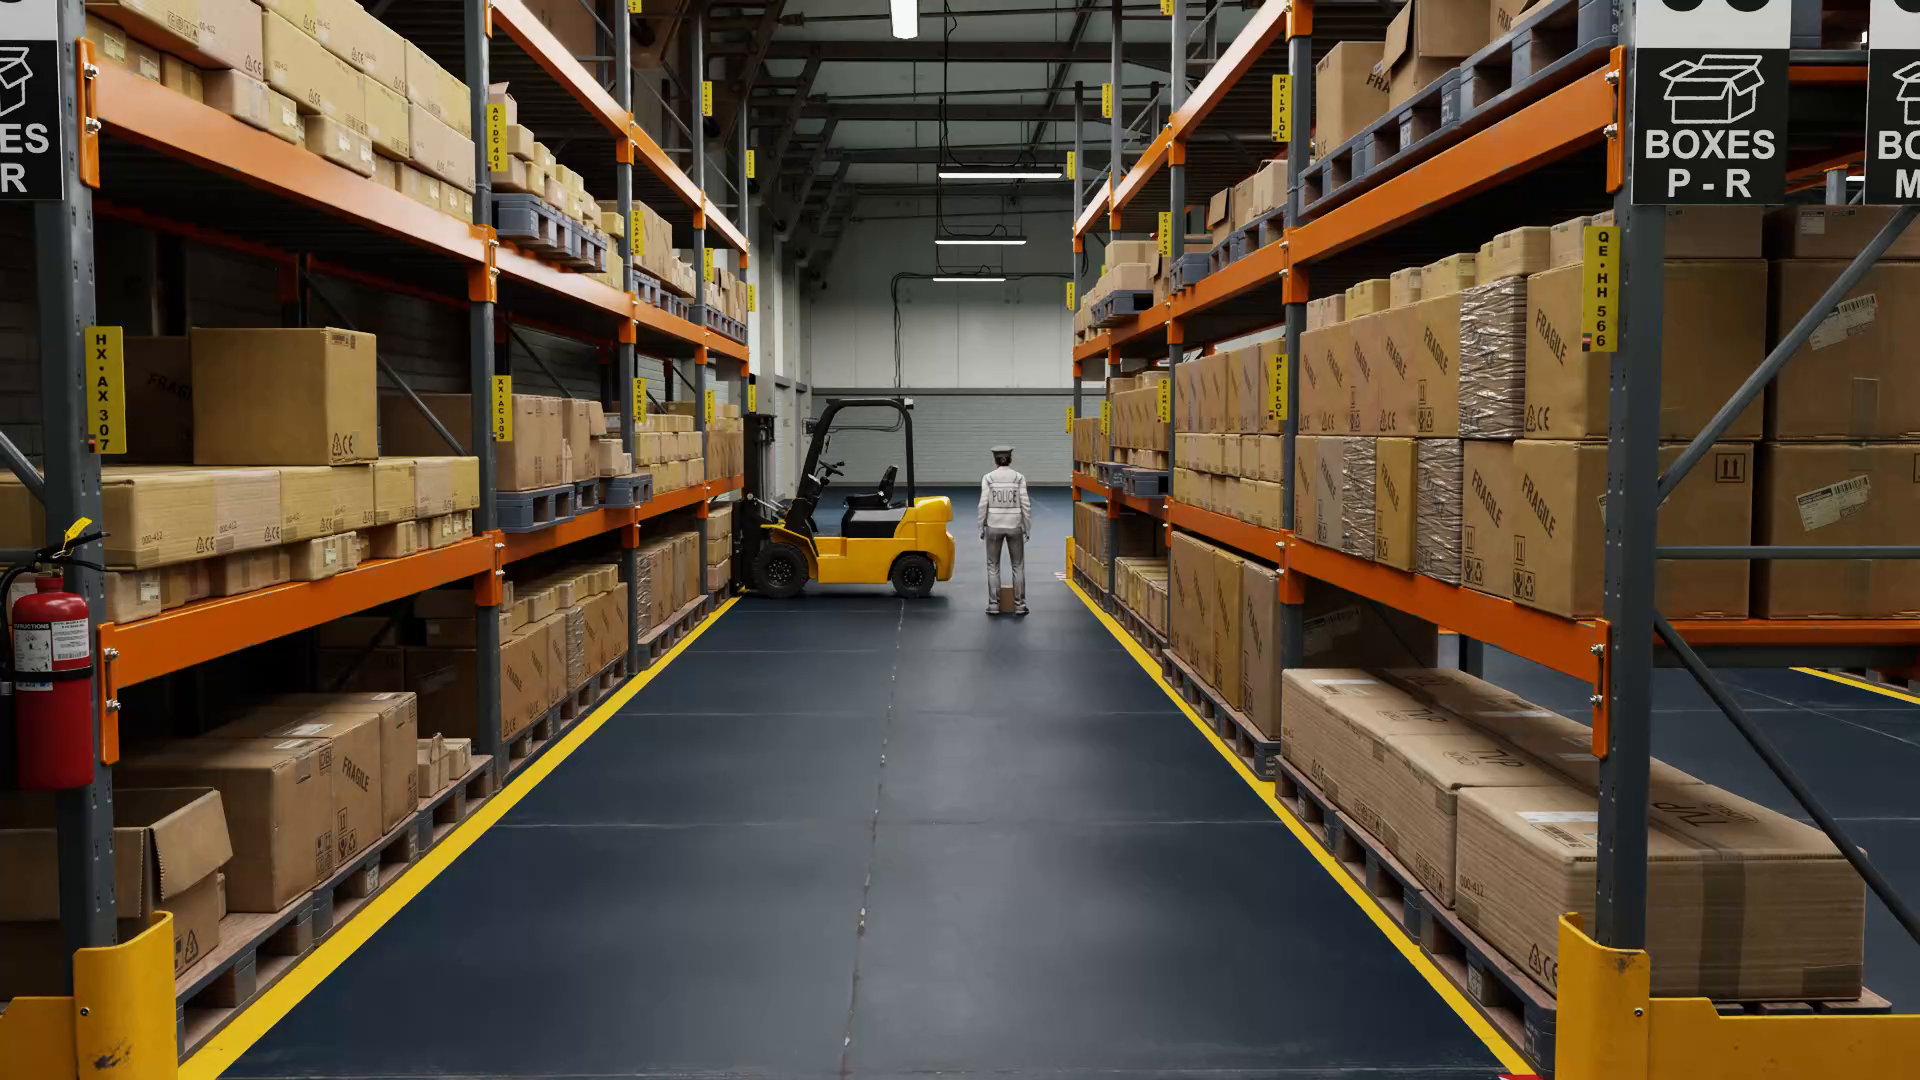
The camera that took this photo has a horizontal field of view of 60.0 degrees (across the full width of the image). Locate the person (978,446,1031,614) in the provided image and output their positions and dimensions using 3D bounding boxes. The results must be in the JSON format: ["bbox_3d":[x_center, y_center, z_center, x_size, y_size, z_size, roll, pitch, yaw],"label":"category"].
[{"bbox_3d":[0.439,-0.098,16.423,0.530,1.664,0.370,0,4,-1],"label":"person"}]
